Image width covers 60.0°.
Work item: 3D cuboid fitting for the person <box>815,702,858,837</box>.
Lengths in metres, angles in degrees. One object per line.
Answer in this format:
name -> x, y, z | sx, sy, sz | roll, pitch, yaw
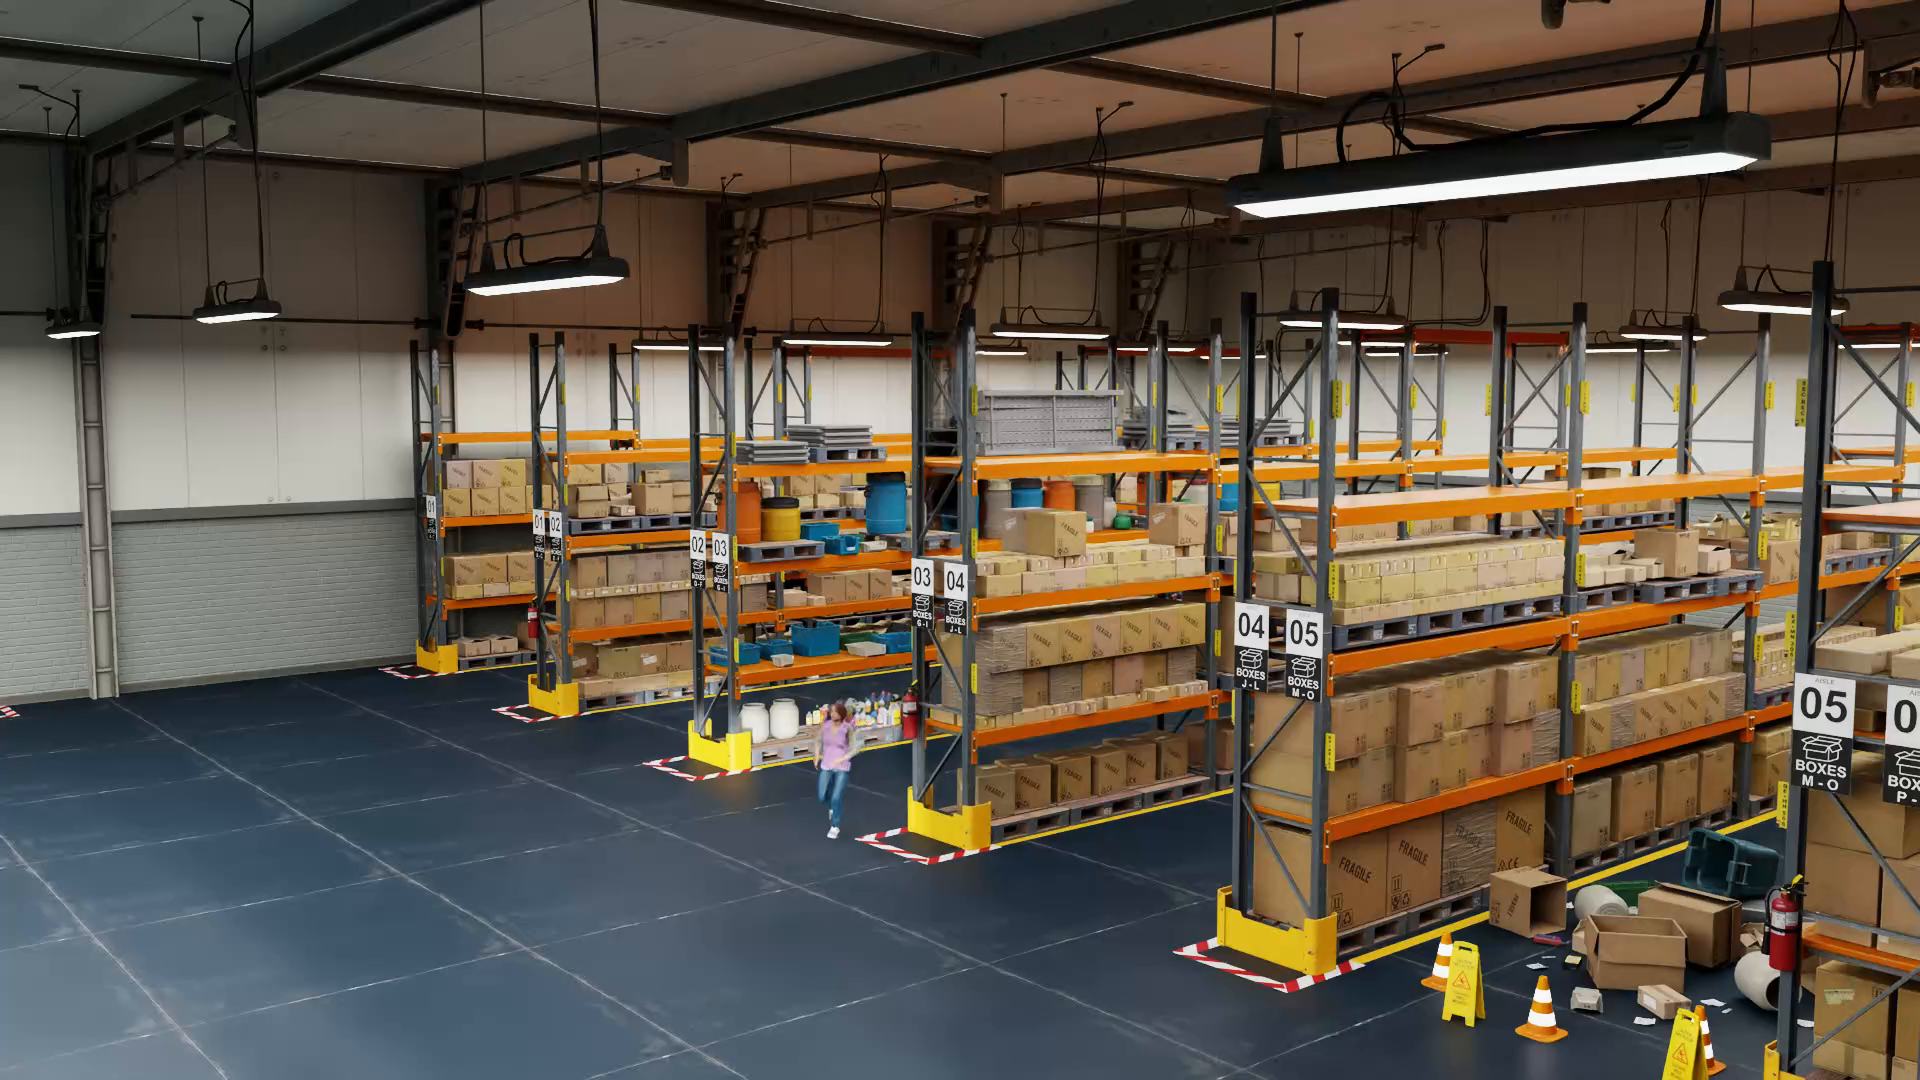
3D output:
person -> -1.437, 2.633, 19.123 | 0.555, 1.547, 0.504 | 1, 5, 15
